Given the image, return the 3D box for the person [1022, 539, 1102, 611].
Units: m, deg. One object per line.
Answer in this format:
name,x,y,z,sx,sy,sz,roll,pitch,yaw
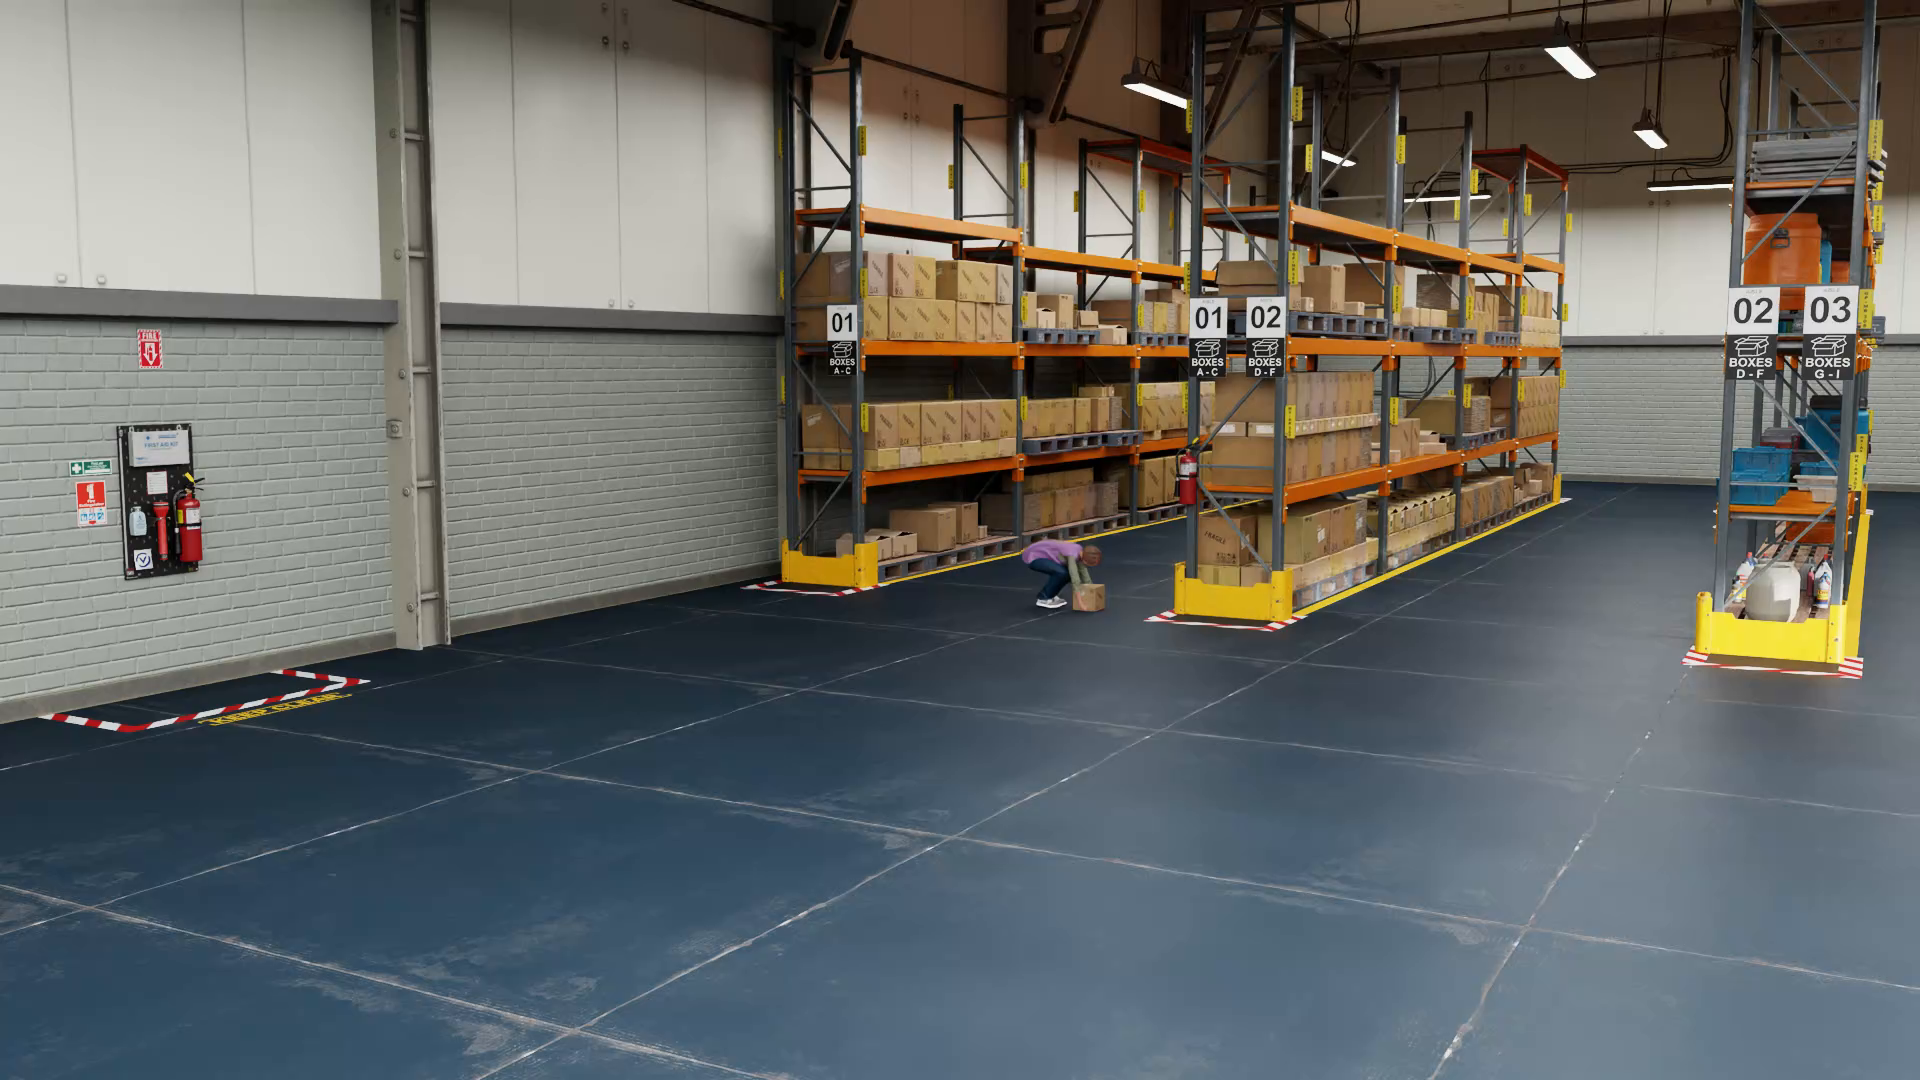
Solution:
person,1.074,0.364,17.432,0.872,0.738,0.418,3,7,27
